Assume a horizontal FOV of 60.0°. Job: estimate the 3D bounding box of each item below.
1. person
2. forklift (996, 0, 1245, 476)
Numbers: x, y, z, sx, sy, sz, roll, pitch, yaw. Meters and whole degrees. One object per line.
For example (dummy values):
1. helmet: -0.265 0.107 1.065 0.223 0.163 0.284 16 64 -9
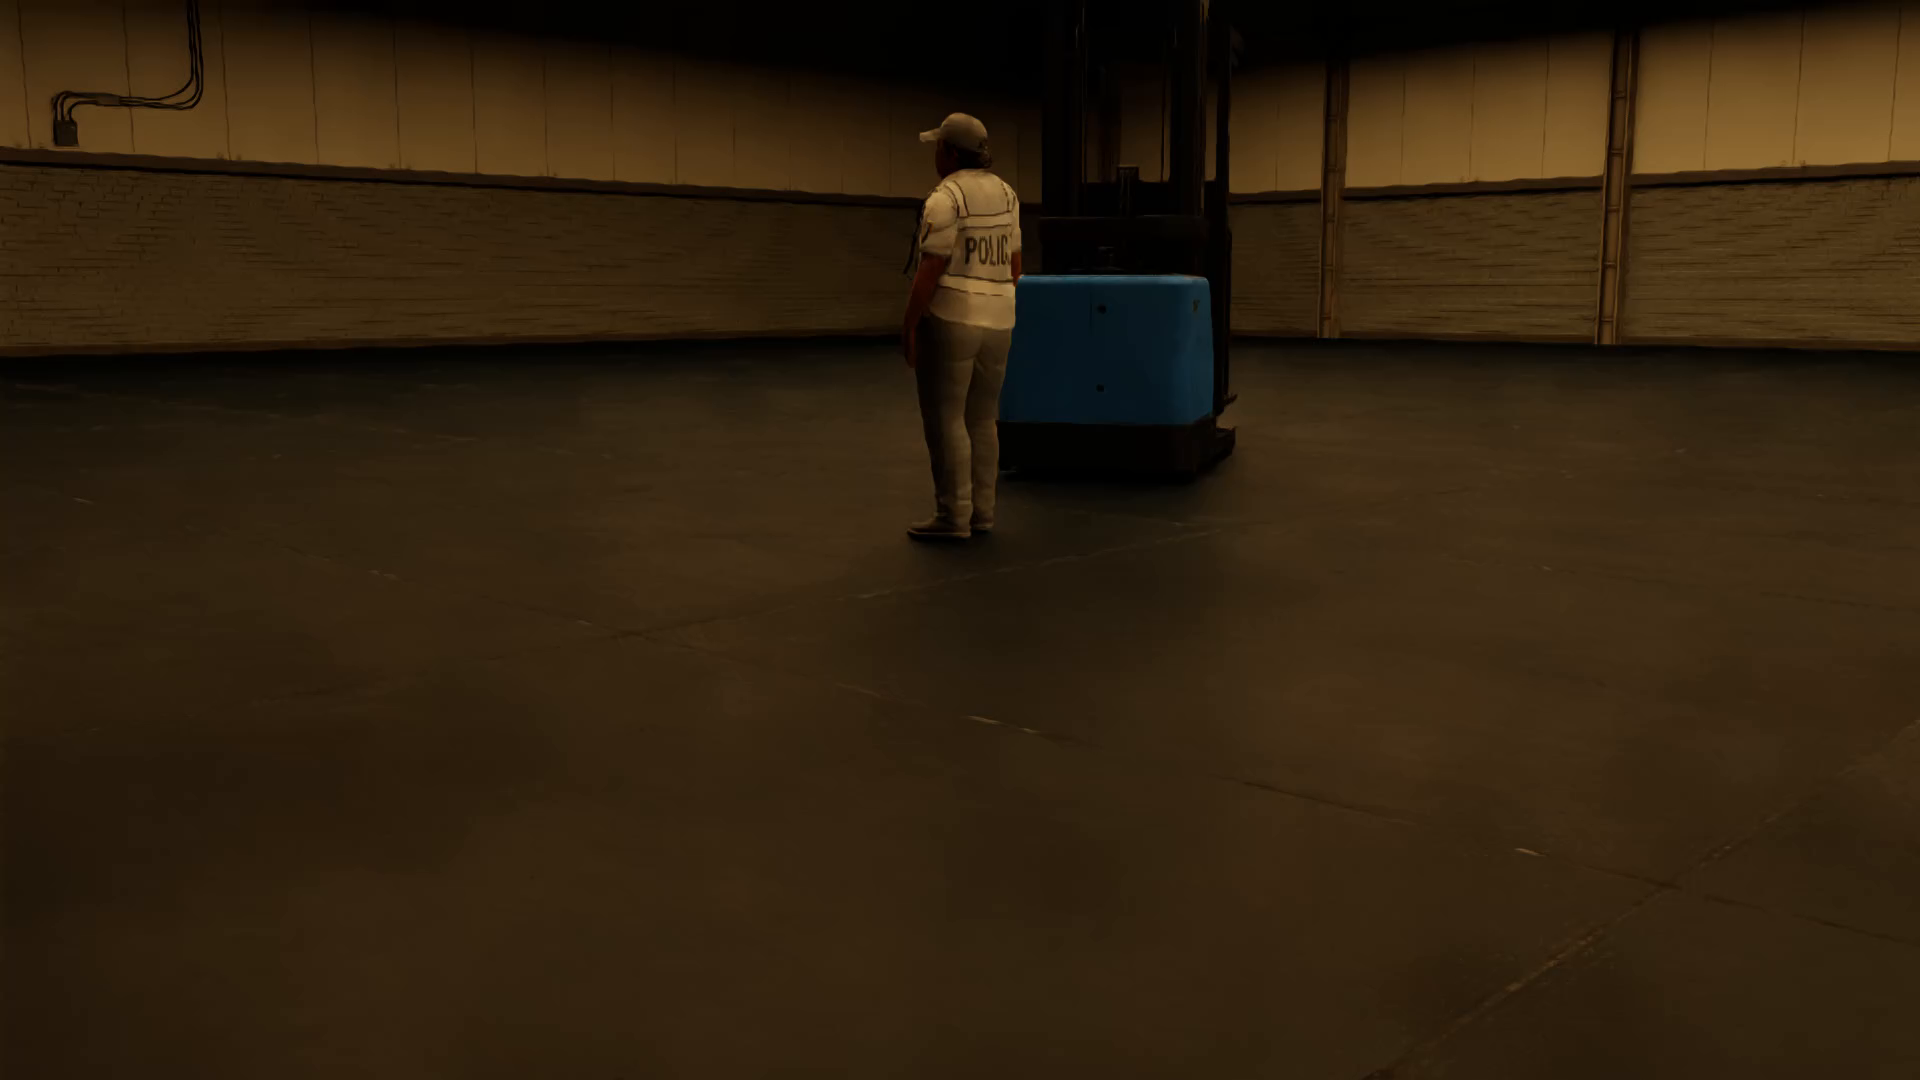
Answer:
1. person: -0.039 -0.842 6.661 0.529 1.669 0.598 8 12 43
2. forklift: 1.084 -1.969 9.949 1.130 2.935 3.031 2 9 16
